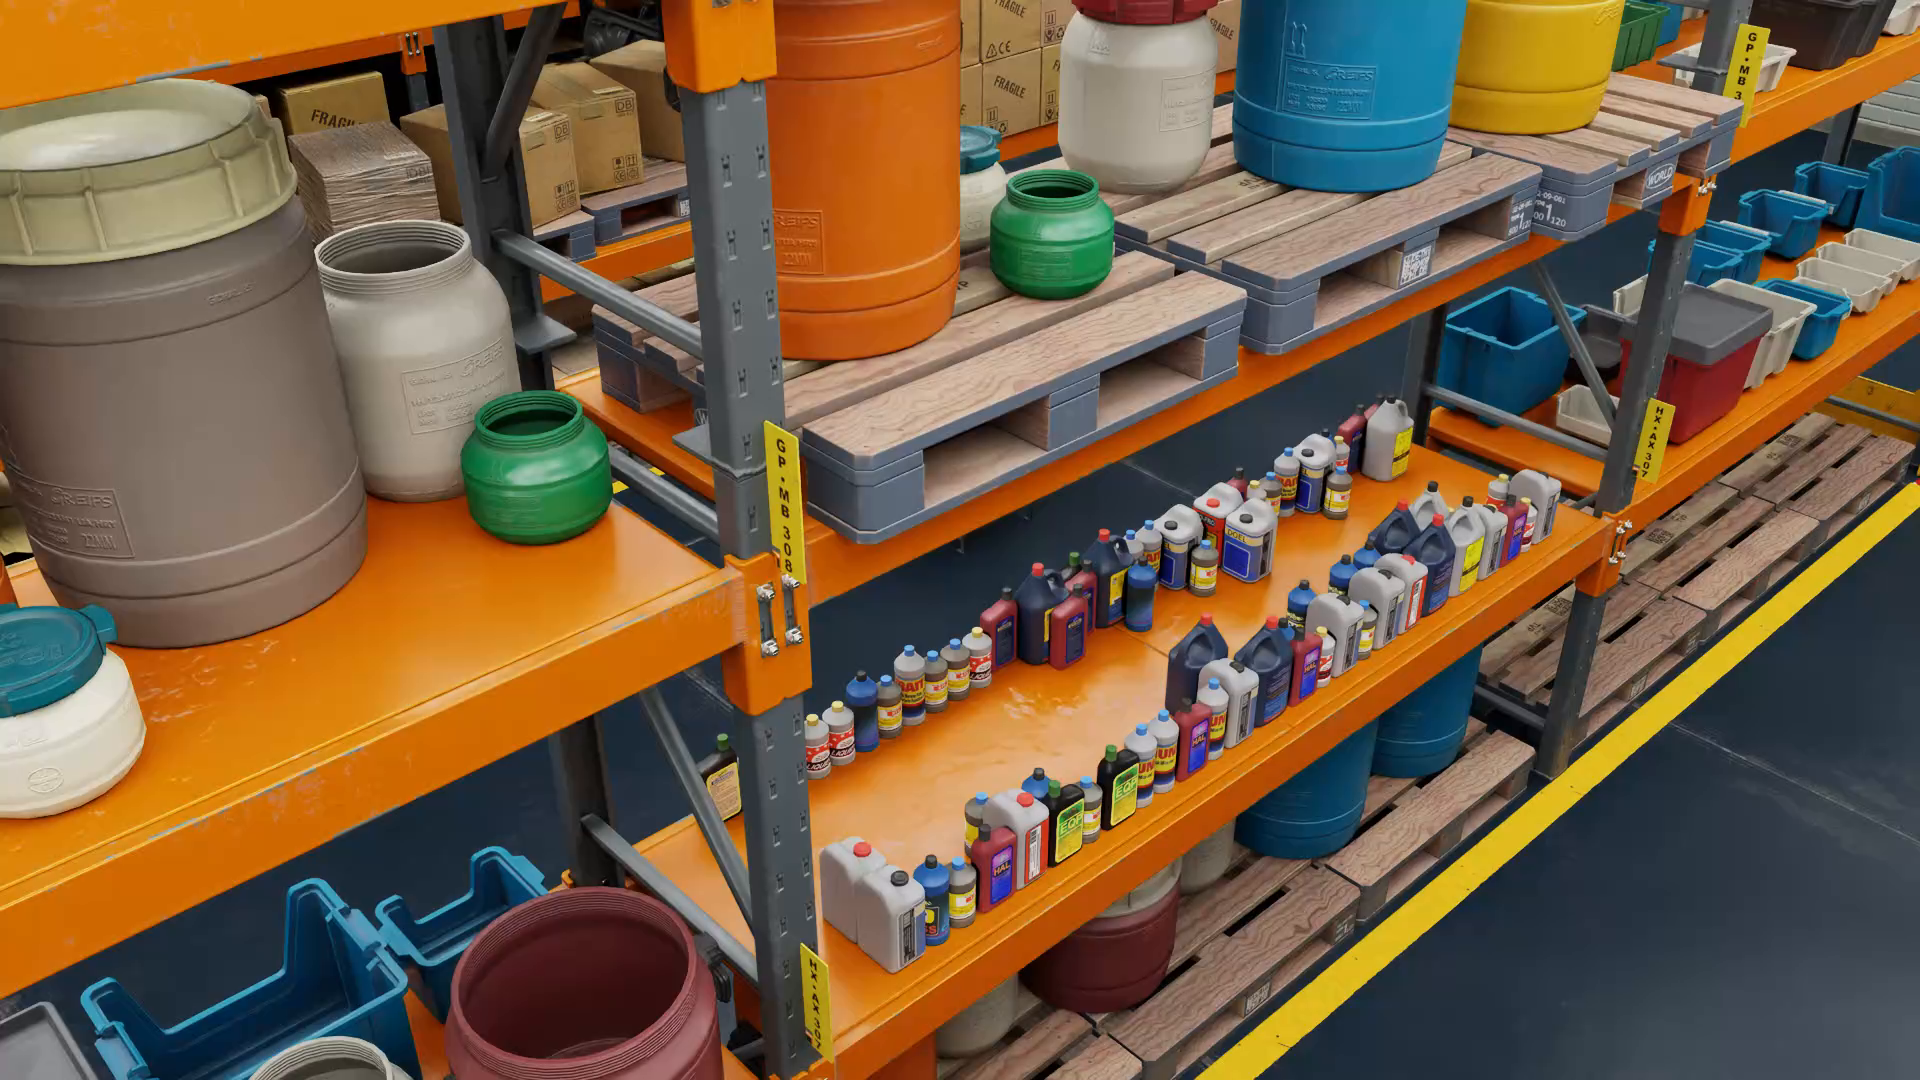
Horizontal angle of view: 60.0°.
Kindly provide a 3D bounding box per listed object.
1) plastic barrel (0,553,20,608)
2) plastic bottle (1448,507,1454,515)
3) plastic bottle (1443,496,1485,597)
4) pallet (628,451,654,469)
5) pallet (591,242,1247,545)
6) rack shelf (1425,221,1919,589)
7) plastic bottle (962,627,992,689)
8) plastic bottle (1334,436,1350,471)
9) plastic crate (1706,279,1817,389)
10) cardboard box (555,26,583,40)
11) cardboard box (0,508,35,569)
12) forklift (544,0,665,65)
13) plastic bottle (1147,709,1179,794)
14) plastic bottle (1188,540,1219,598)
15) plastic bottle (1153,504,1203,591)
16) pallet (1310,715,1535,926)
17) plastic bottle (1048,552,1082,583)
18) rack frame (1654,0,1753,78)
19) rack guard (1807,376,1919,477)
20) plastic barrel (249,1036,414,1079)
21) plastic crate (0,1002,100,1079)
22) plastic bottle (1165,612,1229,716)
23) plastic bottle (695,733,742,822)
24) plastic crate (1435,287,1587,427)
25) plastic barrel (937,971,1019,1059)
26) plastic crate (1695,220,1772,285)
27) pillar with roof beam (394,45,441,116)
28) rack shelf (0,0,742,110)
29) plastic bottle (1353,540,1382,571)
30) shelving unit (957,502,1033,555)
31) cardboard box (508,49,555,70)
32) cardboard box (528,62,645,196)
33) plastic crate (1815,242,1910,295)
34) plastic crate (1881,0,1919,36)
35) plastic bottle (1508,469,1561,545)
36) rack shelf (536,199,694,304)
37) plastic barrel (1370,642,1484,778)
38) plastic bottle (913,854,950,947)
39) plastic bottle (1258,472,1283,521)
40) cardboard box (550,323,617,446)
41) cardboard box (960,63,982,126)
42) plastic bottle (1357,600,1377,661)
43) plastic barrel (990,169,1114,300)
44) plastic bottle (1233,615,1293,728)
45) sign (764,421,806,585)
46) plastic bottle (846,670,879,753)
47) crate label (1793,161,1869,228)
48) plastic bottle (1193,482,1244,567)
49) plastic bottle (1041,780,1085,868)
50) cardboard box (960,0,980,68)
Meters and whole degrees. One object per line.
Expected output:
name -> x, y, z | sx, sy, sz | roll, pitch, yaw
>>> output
plastic barrel -> -1.946, -0.065, 2.694 | 0.708, 0.830, 0.600 | -26, 40, -35
plastic bottle -> 1.781, -0.025, 6.105 | 0.097, 0.201, 0.097 | 0, 31, 0
plastic bottle -> 1.765, 0.011, 5.904 | 0.185, 0.351, 0.144 | -26, 40, -35
pallet -> -1.719, -0.865, 9.962 | 1.213, 0.211, 1.003 | -26, 40, -35
pallet -> -0.089, -0.476, 3.958 | 1.213, 0.211, 1.003 | -26, 40, -35
rack shelf -> 3.683, -0.864, 7.977 | 4.000, 0.370, 1.077 | -26, 40, -35
plastic bottle -> 0.056, 0.378, 5.447 | 0.097, 0.201, 0.097 | 0, 31, 0
plastic bottle -> 1.488, -0.314, 6.579 | 0.097, 0.201, 0.097 | 0, 31, 0
plastic crate -> 3.461, -0.907, 7.415 | 0.530, 0.282, 0.437 | -26, 40, -35
cardboard box -> -3.379, -4.262, 14.216 | 0.250, 0.149, 0.380 | -25, 40, -35
cardboard box -> -4.298, 0.096, 7.413 | 0.500, 0.311, 0.500 | -25, 39, -34
forklift -> -2.530, -3.423, 11.538 | 3.031, 2.935, 1.130 | -24, 39, -34
plastic bottle -> 0.602, 0.624, 4.977 | 0.097, 0.271, 0.097 | 0, 31, 0
plastic bottle -> 0.867, 0.094, 5.912 | 0.097, 0.201, 0.097 | 0, 31, 0
plastic bottle -> 0.769, 0.021, 5.960 | 0.135, 0.276, 0.152 | -26, 40, -35
pallet -> 1.622, 0.986, 6.935 | 1.213, 0.211, 1.003 | -26, 40, -35
plastic bottle -> 0.361, 0.182, 5.688 | 0.133, 0.283, 0.061 | -26, 40, -35
rack frame -> 2.216, -3.021, 5.064 | 0.127, 3.000, 1.000 | -26, 40, -35
rack guard -> 5.158, -0.827, 9.623 | 0.348, 0.500, 1.175 | -26, 40, -35
plastic barrel -> -1.326, 1.356, 3.549 | 0.421, 0.512, 0.421 | 0, 31, 0
plastic crate -> -2.110, 1.386, 3.546 | 0.583, 0.464, 0.402 | -26, 40, -35
plastic bottle -> 0.755, 0.391, 5.282 | 0.185, 0.351, 0.144 | -26, 40, -35
plastic bottle -> -0.710, 0.701, 4.841 | 0.133, 0.283, 0.061 | -26, 40, -35
plastic crate -> 2.327, -0.776, 7.102 | 0.575, 0.384, 0.392 | -26, 40, -35
plastic barrel -> -0.016, 1.425, 5.526 | 0.421, 0.512, 0.421 | 0, 31, 0
plastic crate -> 3.779, -1.406, 8.276 | 0.300, 0.233, 0.416 | -26, 40, -35
pillar with roof beam -> -1.667, -5.743, 9.516 | 0.400, 9.000, 9.100 | -26, 40, -35
rack shelf -> -2.183, -0.415, 1.876 | 4.000, 0.370, 1.077 | -26, 40, -35
plastic bottle -> 1.411, 0.124, 5.795 | 0.097, 0.271, 0.097 | 0, 31, 0
shelving unit -> 0.121, -0.571, 8.533 | 0.503, 1.200, 0.258 | -26, 40, -35
cardboard box -> -3.526, -3.918, 13.654 | 0.250, 0.149, 0.380 | -24, 39, -34
cardboard box -> -2.109, -2.229, 9.021 | 0.500, 0.500, 0.700 | -19, 36, -28
plastic crate -> 4.452, -1.337, 8.257 | 0.243, 0.136, 0.396 | -26, 40, -35
plastic crate -> 3.803, -2.219, 6.882 | 0.530, 0.136, 0.437 | -26, 40, -35
plastic bottle -> 2.147, -0.145, 6.231 | 0.135, 0.276, 0.152 | -26, 40, -35
rack shelf -> -2.615, -1.341, 8.758 | 4.000, 0.370, 1.077 | -26, 40, -35
plastic barrel -> 1.806, 0.441, 6.762 | 0.708, 0.901, 0.600 | -26, 40, -35
plastic bottle -> -0.076, 0.952, 4.441 | 0.097, 0.271, 0.097 | 0, 31, 0
plastic bottle -> 1.175, -0.163, 6.332 | 0.097, 0.201, 0.097 | 0, 31, 0
cardboard box -> -2.052, -0.844, 9.230 | 0.500, 0.500, 0.500 | -25, 39, -35
cardboard box -> -0.216, -2.659, 10.128 | 0.500, 0.500, 0.500 | -25, 39, -35
plastic bottle -> 1.344, 0.295, 5.583 | 0.097, 0.201, 0.097 | 0, 31, 0
plastic barrel -> 0.217, -0.723, 3.928 | 0.294, 0.245, 0.294 | 0, 31, 0
plastic bottle -> 0.957, 0.402, 5.265 | 0.185, 0.351, 0.144 | -26, 40, -35
sign -> -0.337, -0.070, 3.213 | 0.005, 0.325, 0.100 | -26, 40, -35
plastic bottle -> -0.301, 0.521, 5.146 | 0.097, 0.271, 0.097 | 0, 31, 0
crate label -> 4.745, -1.873, 9.040 | 0.303, 0.233, 0.416 | -26, 40, -35
plastic bottle -> 0.939, -0.061, 6.094 | 0.135, 0.276, 0.152 | -26, 40, -35
plastic bottle -> 0.289, 0.783, 4.706 | 0.133, 0.283, 0.061 | -26, 40, -35
cardboard box -> -0.234, -3.069, 9.840 | 0.500, 0.500, 0.500 | -27, 41, -37
